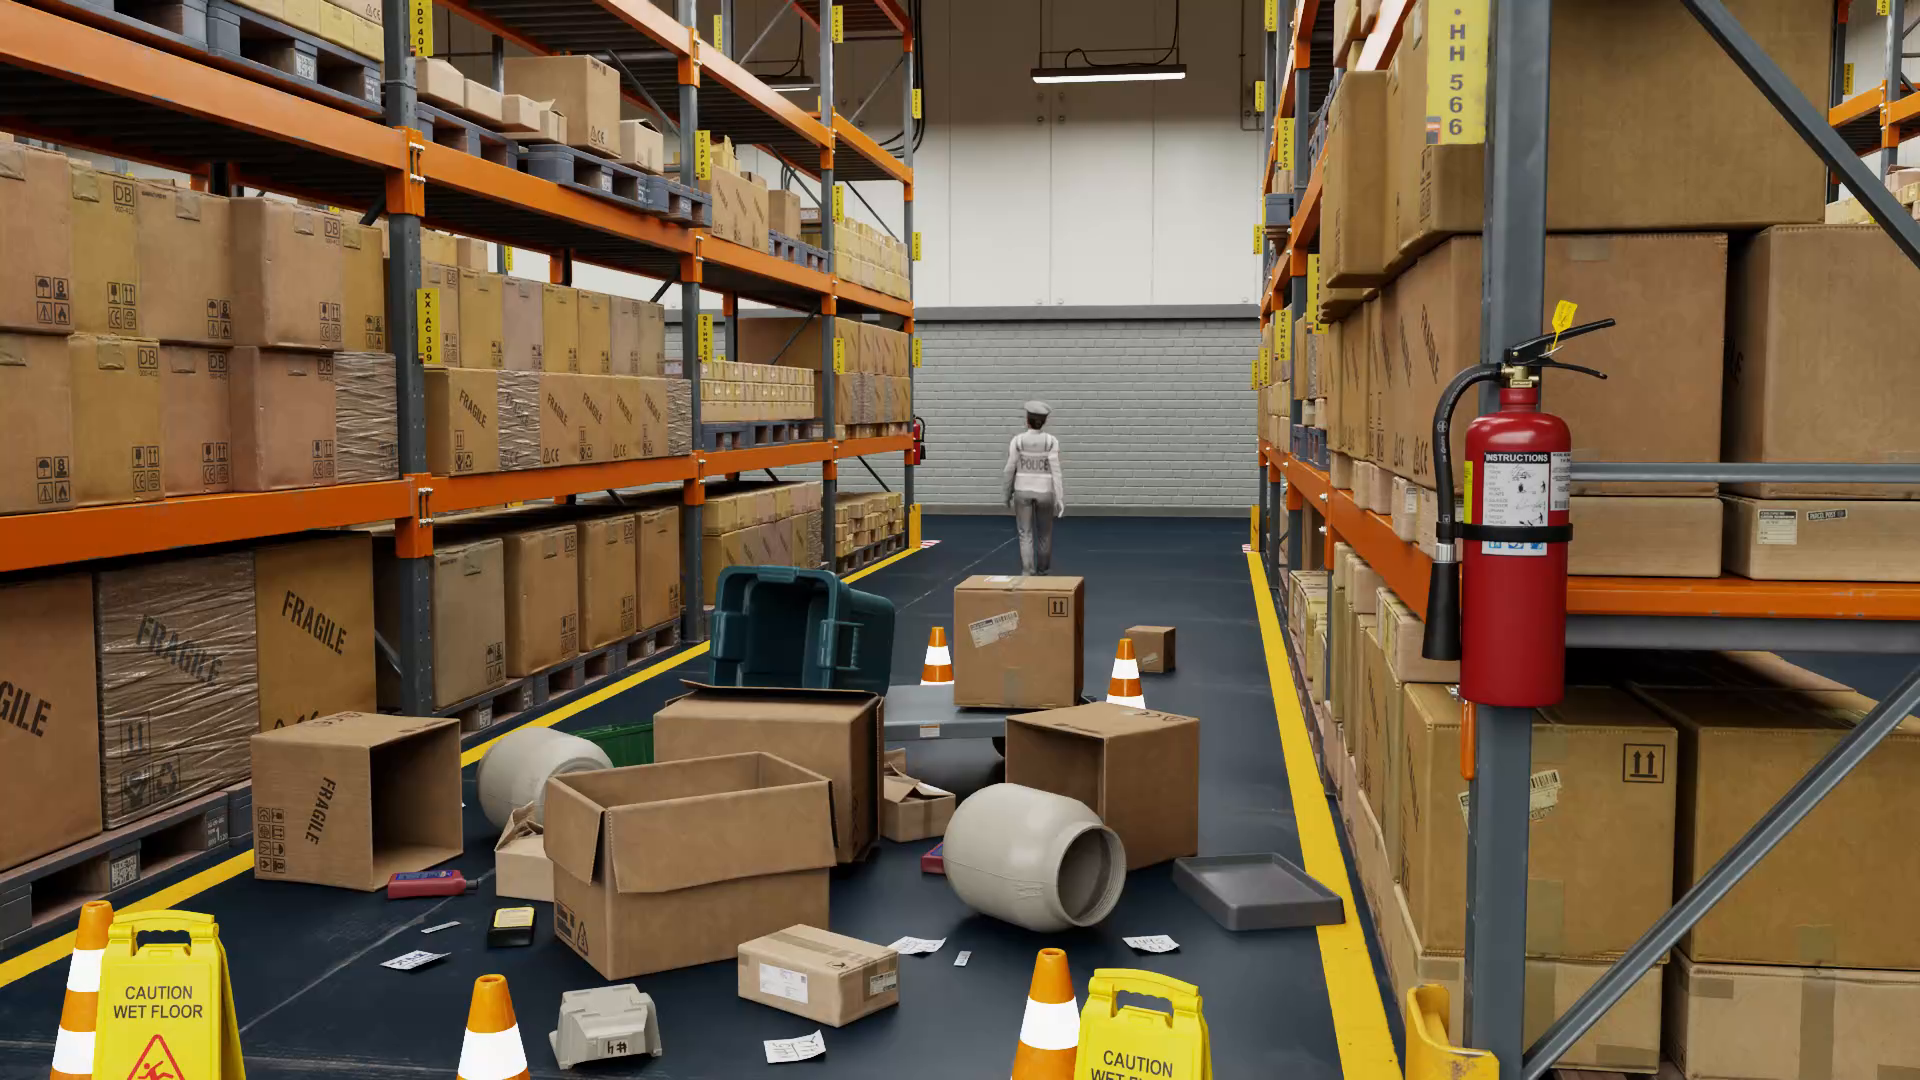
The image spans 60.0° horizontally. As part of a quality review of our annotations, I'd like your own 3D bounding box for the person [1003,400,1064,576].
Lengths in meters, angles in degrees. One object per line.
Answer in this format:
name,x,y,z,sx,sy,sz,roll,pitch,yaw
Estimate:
person,0.634,-0.405,14.621,0.515,1.642,0.913,0,5,-2
